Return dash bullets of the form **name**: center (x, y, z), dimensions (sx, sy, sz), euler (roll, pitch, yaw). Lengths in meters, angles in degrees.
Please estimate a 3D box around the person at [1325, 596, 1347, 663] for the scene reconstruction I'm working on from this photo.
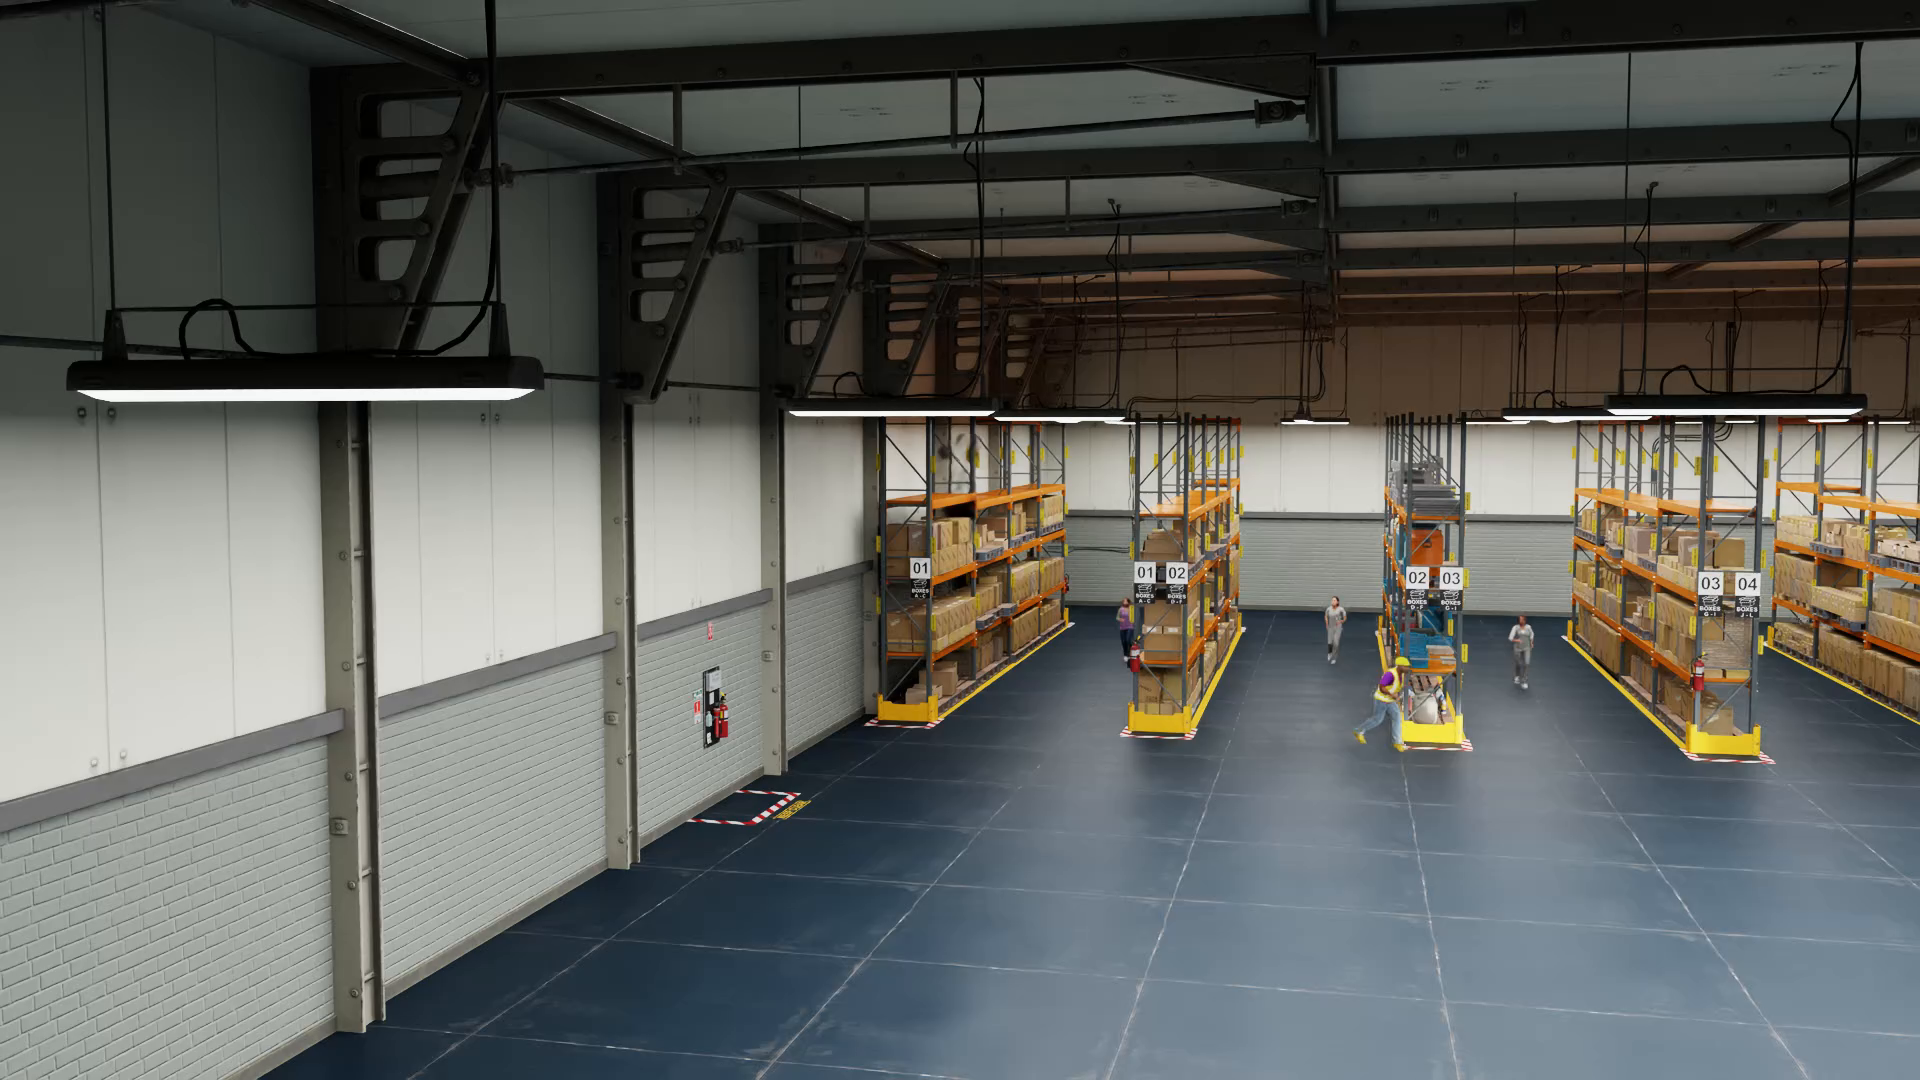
- **person**: center (9.079, 2.181, 40.283), dimensions (0.552, 1.637, 0.561), euler (2, 4, 22)

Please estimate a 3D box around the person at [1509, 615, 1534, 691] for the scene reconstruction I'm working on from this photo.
- **person**: center (12.354, 2.449, 36.587), dimensions (0.547, 1.628, 0.804), euler (1, 4, 12)

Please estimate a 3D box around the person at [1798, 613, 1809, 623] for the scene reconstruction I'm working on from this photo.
- **person**: center (22.938, 1.803, 44.996), dimensions (0.863, 1.771, 0.657), euler (-1, 4, -17)

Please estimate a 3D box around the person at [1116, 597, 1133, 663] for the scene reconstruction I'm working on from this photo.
- **person**: center (4.052, 2.188, 40.438), dimensions (0.508, 1.604, 0.667), euler (1, 4, 17)

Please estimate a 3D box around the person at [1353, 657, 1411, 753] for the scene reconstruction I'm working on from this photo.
- **person**: center (7.519, 2.899, 29.600), dimensions (1.057, 1.715, 0.744), euler (3, 5, 36)
